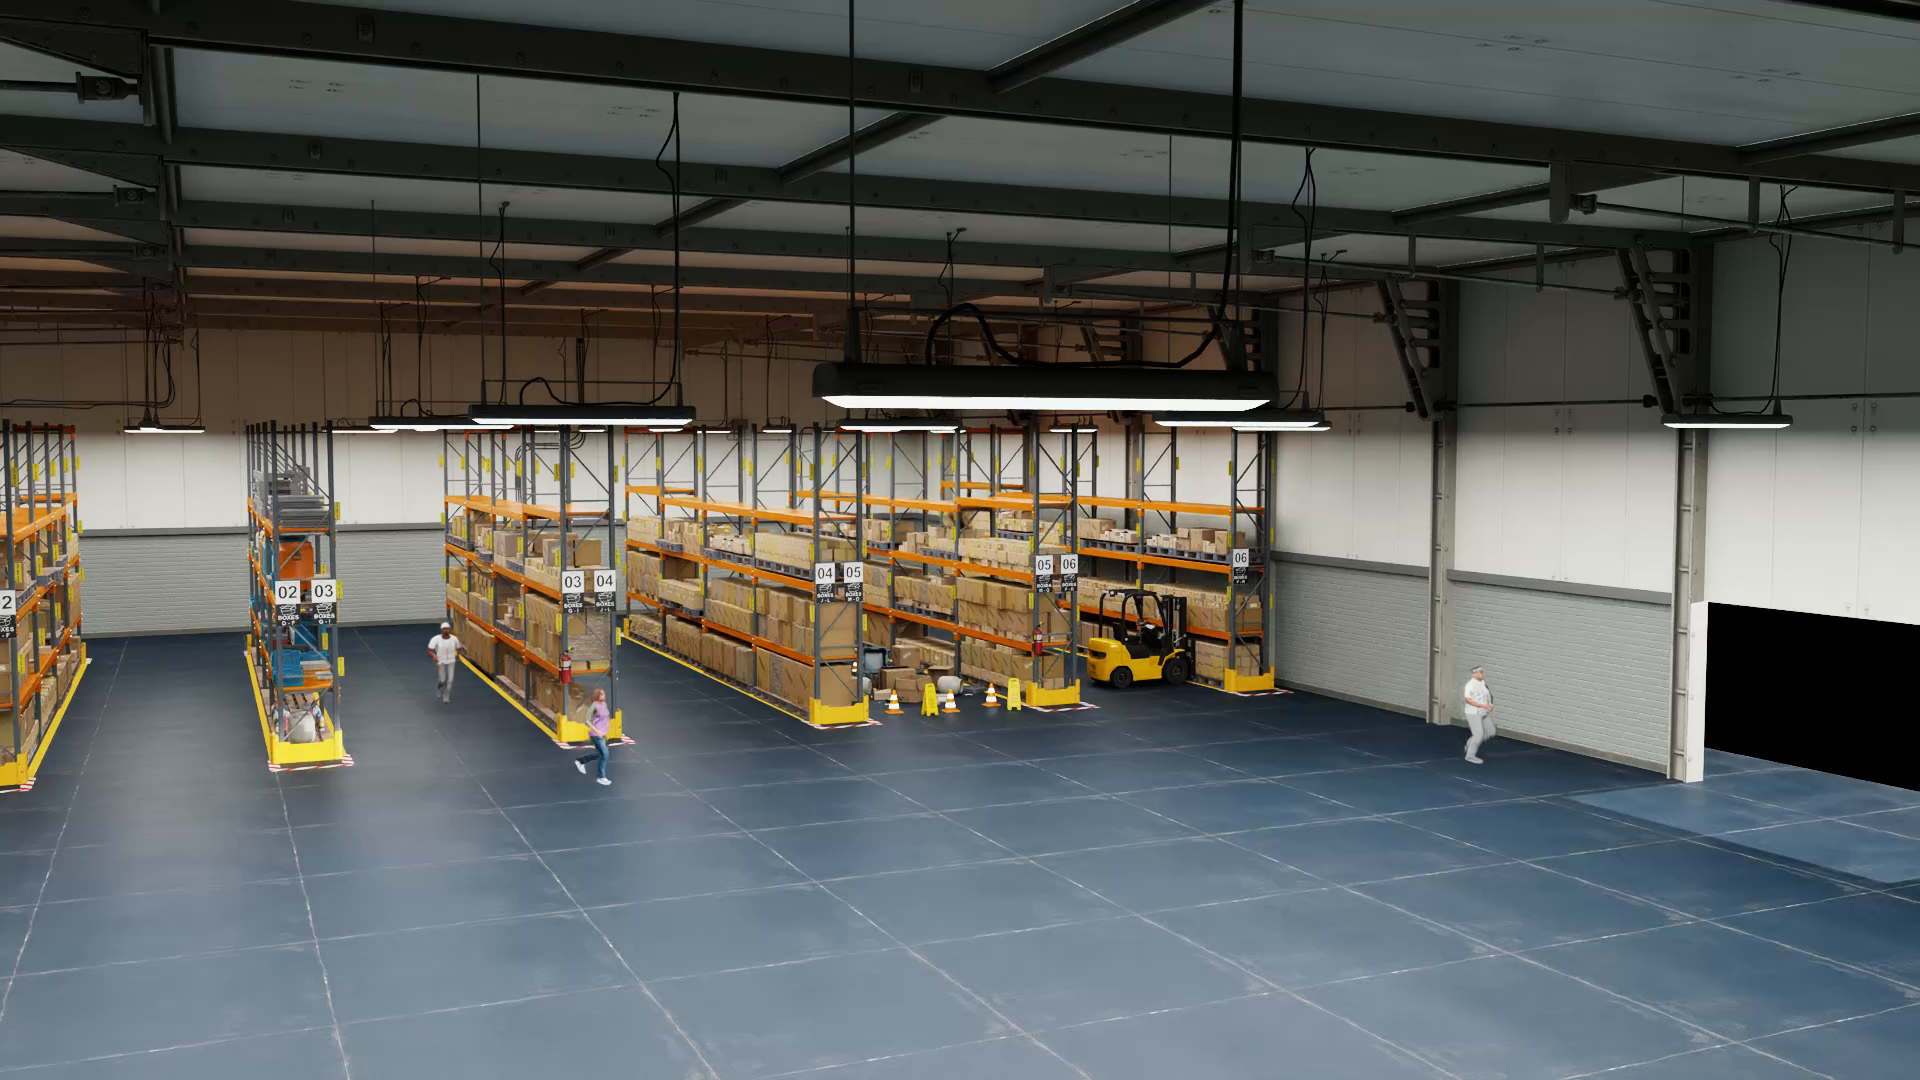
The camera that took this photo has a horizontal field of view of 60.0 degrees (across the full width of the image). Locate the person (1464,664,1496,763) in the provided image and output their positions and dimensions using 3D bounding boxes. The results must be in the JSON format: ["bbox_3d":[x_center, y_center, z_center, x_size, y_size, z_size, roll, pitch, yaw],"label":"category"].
[{"bbox_3d":[9.122,3.037,29.127,0.565,1.736,0.658,4,5,45],"label":"person"}]

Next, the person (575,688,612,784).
[{"bbox_3d":[-6.058,3.226,27.439,0.674,1.596,0.540,1,4,15],"label":"person"}]

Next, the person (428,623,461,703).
[{"bbox_3d":[-11.045,2.627,35.703,0.683,1.719,0.575,-2,4,-32],"label":"person"}]

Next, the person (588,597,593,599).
[{"bbox_3d":[-10.766,1.867,47.306,0.717,1.590,0.668,0,4,6],"label":"person"}]
